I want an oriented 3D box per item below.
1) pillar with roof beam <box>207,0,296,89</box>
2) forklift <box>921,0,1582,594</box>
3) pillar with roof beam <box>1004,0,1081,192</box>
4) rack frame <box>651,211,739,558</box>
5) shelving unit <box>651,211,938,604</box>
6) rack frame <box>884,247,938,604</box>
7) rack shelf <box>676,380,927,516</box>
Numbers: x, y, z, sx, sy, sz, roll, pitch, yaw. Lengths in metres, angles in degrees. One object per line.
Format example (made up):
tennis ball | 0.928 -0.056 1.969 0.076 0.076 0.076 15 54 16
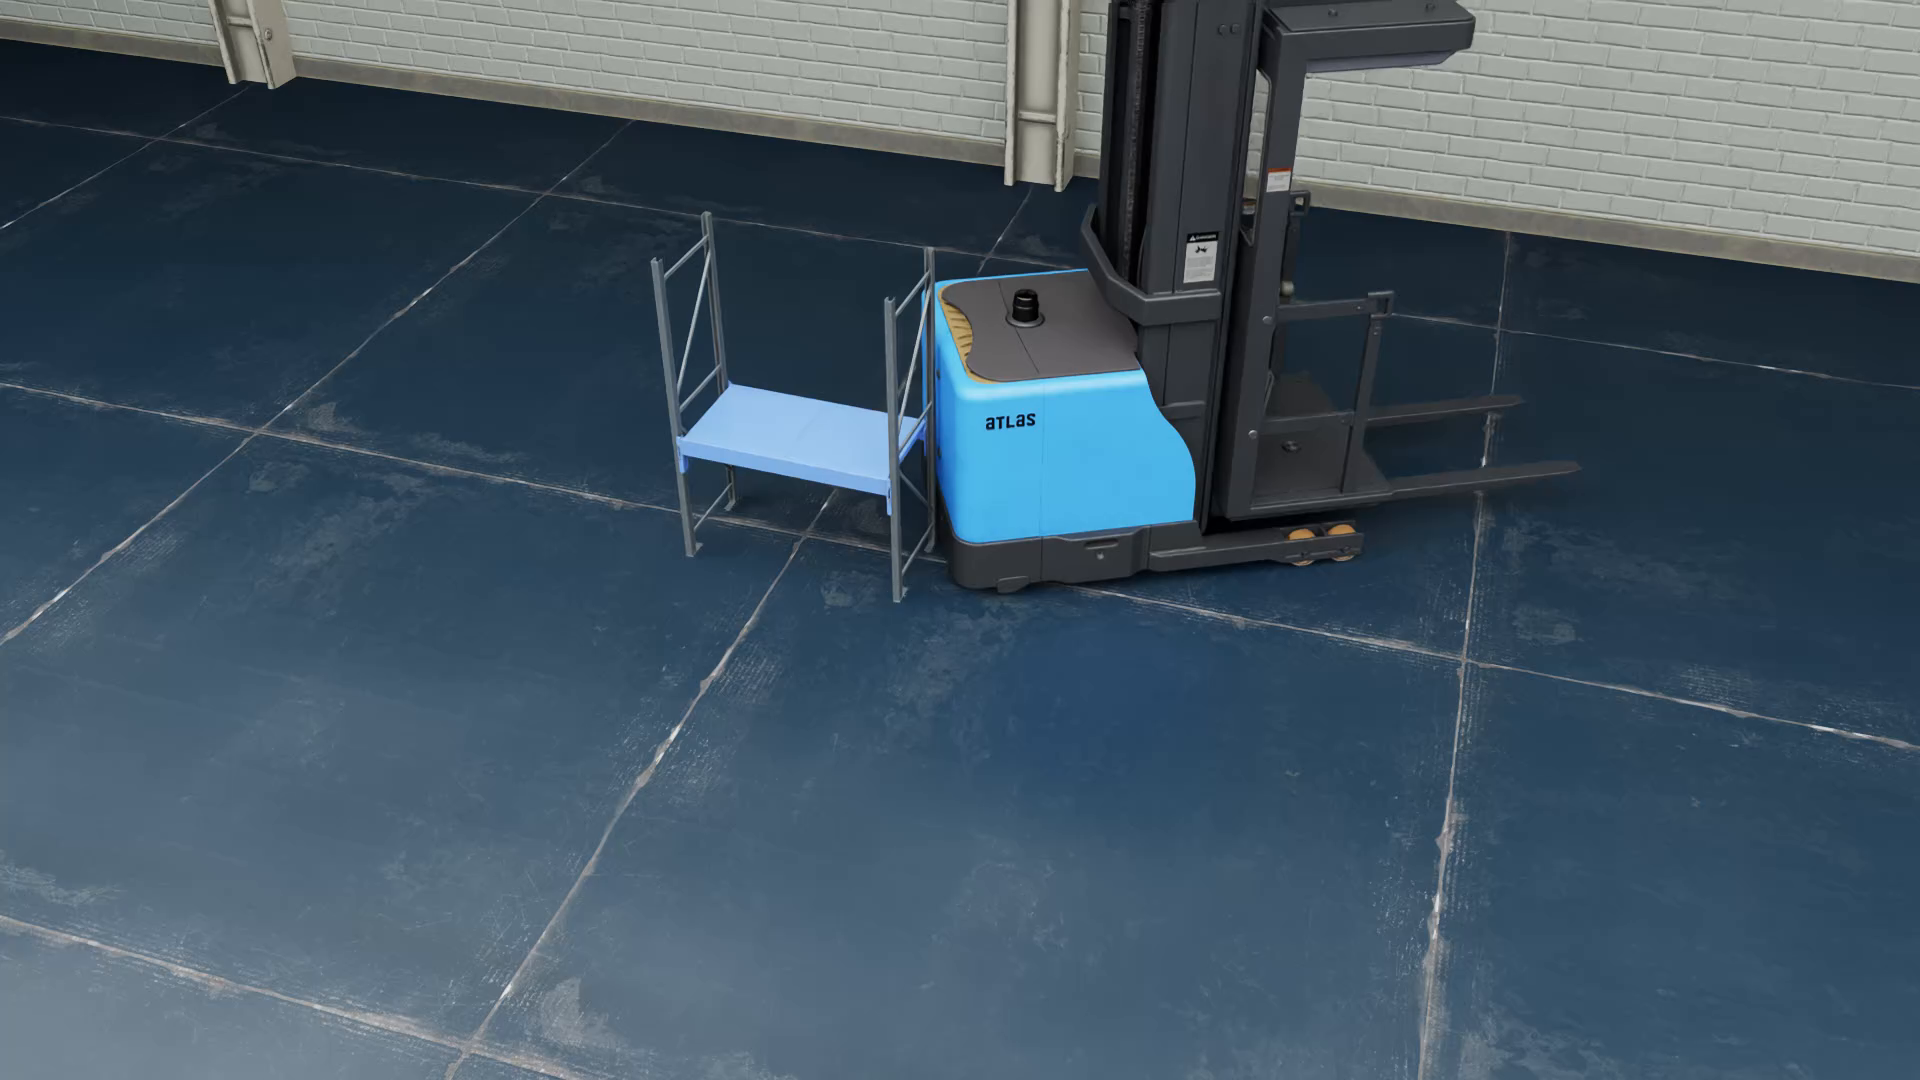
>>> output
pillar with roof beam | -6.487 -4.637 6.459 0.400 9.000 9.100 10 38 14
forklift | 1.380 -1.365 7.132 3.031 2.935 1.130 -6 37 -8
pillar with roof beam | -0.760 -3.576 5.018 0.400 9.000 9.100 10 38 14
rack frame | -1.161 -0.663 7.386 0.032 1.500 0.500 12 38 15
shelving unit | -0.681 -0.564 7.251 1.048 1.500 0.538 12 38 15
rack frame | -0.201 -0.465 7.117 0.032 1.500 0.500 12 38 15
rack shelf | -0.681 -0.419 7.358 1.000 0.185 0.538 12 38 15
